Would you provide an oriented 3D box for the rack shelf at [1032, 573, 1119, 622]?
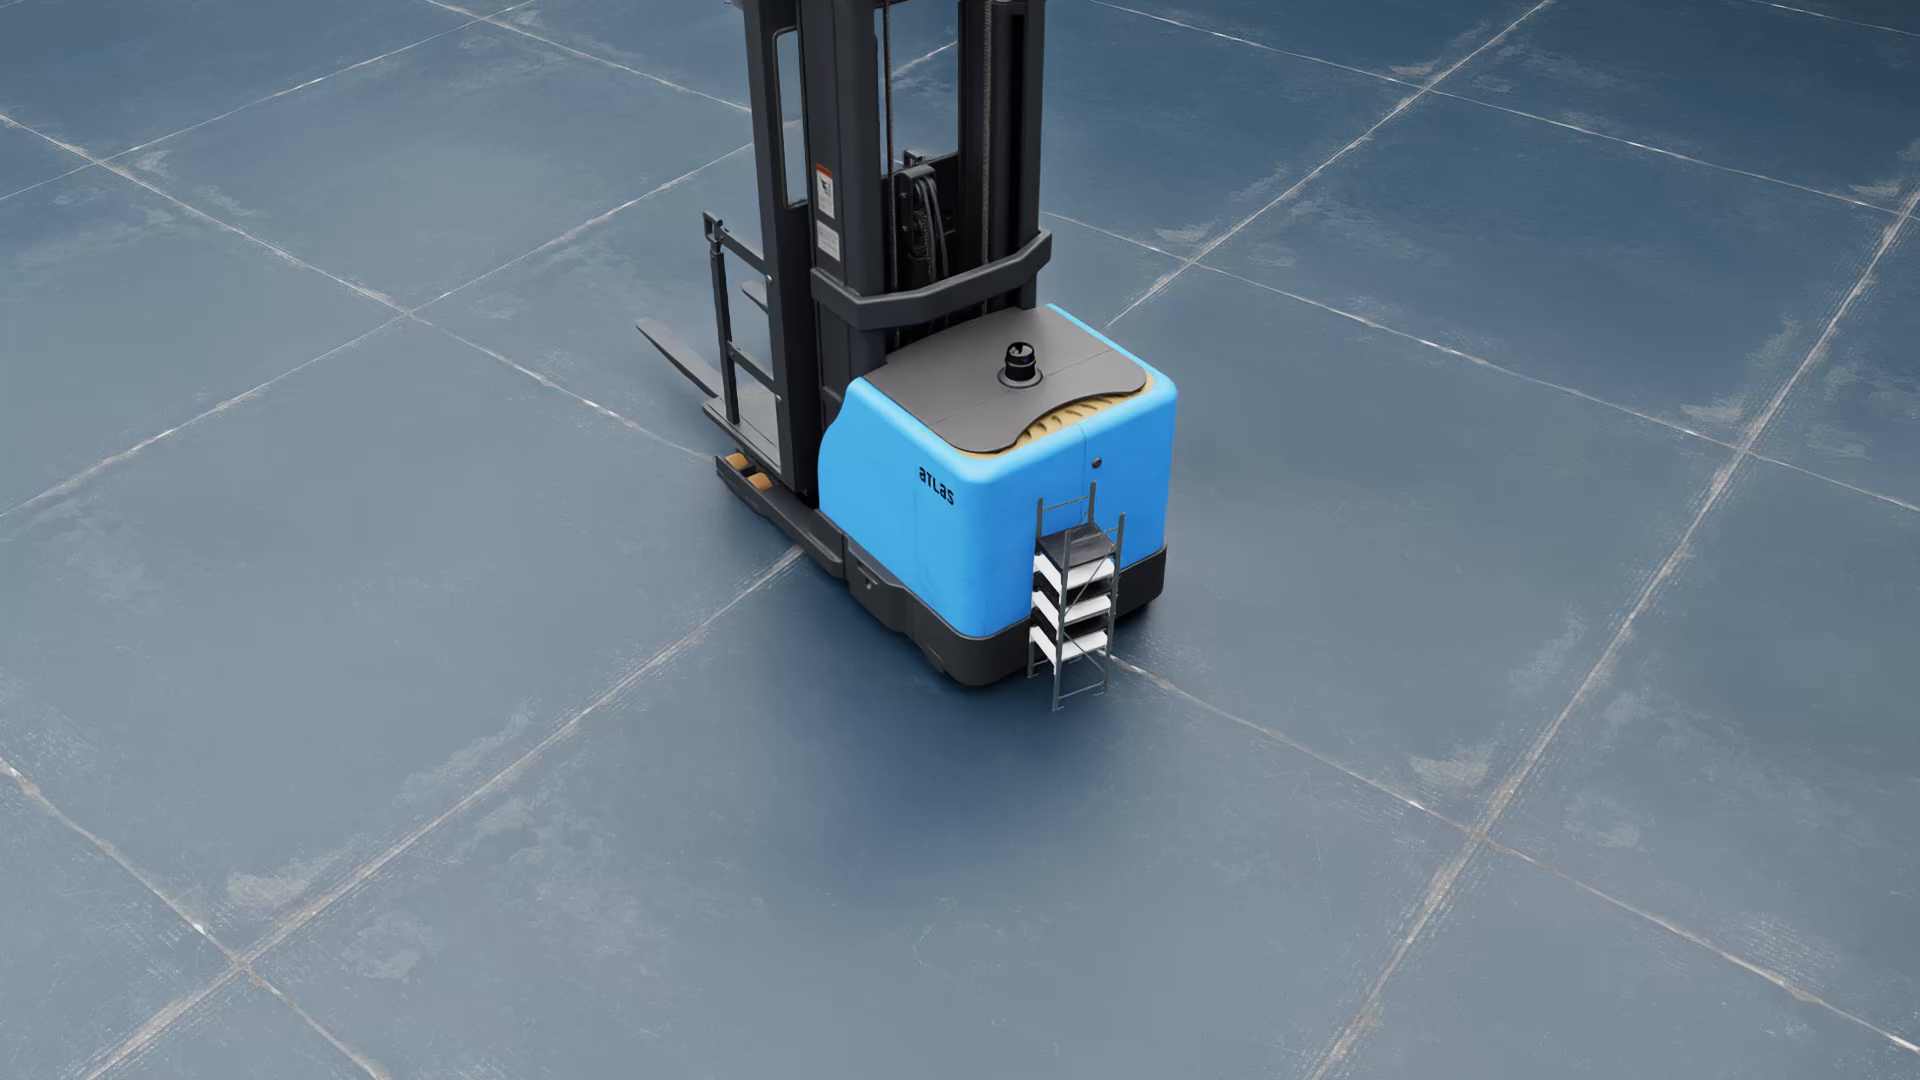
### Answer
[{"bbox_3d":[0.427,0.180,6.192,0.258,0.077,0.200,-17,43,-21],"label":"rack shelf"}]

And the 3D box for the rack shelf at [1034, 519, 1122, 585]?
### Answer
[{"bbox_3d":[0.430,0.042,6.077,0.258,0.077,0.200,-17,43,-21],"label":"rack shelf"}]

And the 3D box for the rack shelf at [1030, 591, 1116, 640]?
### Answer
[{"bbox_3d":[0.426,0.249,6.250,0.258,0.077,0.200,-17,43,-21],"label":"rack shelf"}]

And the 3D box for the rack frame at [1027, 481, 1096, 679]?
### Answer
[{"bbox_3d":[0.381,0.165,6.298,0.240,0.900,0.006,-17,43,-21],"label":"rack frame"}]

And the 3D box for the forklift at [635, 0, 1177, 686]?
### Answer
[{"bbox_3d":[-0.445,-1.448,6.722,1.130,2.935,3.031,-25,44,-28],"label":"forklift"}]

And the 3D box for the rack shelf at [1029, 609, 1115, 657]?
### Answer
[{"bbox_3d":[0.424,0.318,6.307,0.258,0.077,0.200,-17,43,-21],"label":"rack shelf"}]

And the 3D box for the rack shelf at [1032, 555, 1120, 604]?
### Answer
[{"bbox_3d":[0.428,0.111,6.135,0.258,0.077,0.200,-17,43,-21],"label":"rack shelf"}]

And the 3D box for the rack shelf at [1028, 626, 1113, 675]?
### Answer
[{"bbox_3d":[0.423,0.388,6.365,0.258,0.077,0.200,-17,43,-21],"label":"rack shelf"}]

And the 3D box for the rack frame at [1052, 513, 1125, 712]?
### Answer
[{"bbox_3d":[0.472,0.282,6.159,0.240,0.900,0.006,-17,43,-21],"label":"rack frame"}]

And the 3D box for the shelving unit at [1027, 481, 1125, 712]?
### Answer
[{"bbox_3d":[0.426,0.224,6.229,0.258,0.900,0.210,-17,43,-21],"label":"shelving unit"}]
